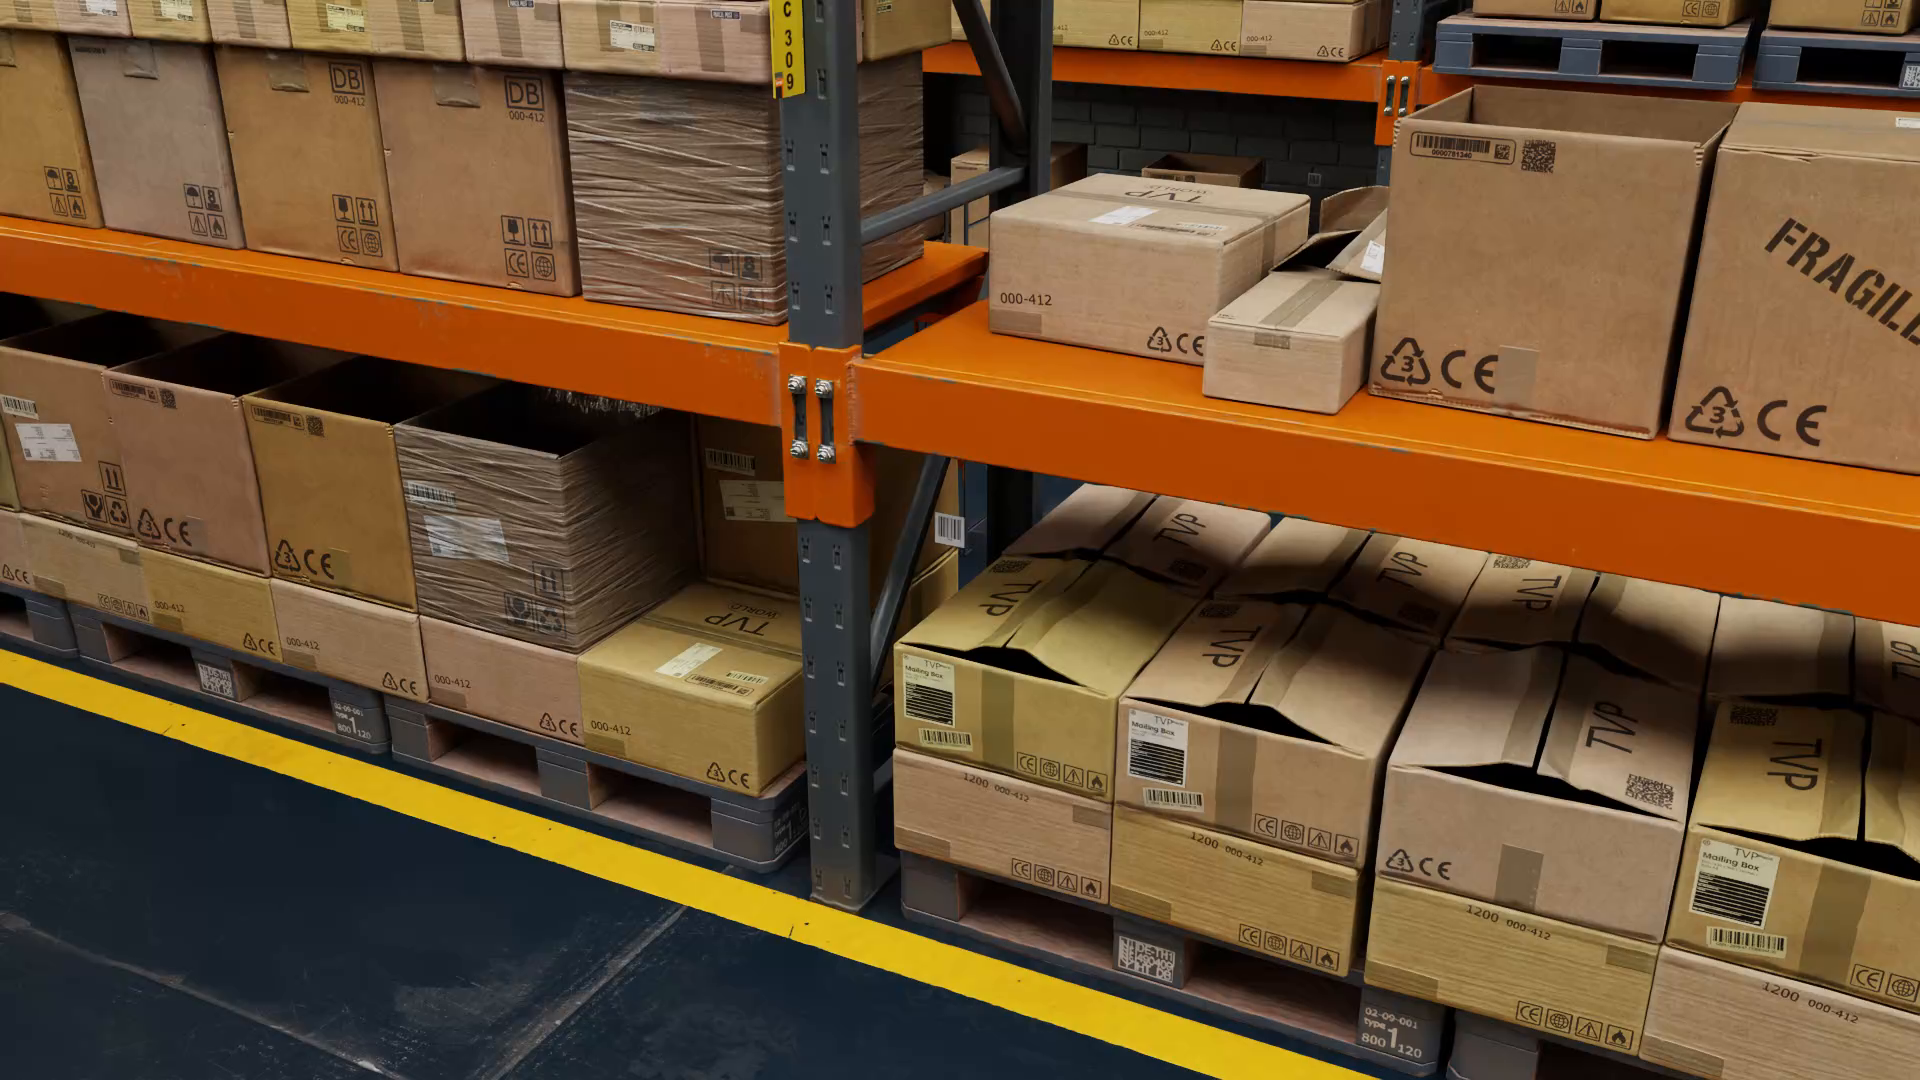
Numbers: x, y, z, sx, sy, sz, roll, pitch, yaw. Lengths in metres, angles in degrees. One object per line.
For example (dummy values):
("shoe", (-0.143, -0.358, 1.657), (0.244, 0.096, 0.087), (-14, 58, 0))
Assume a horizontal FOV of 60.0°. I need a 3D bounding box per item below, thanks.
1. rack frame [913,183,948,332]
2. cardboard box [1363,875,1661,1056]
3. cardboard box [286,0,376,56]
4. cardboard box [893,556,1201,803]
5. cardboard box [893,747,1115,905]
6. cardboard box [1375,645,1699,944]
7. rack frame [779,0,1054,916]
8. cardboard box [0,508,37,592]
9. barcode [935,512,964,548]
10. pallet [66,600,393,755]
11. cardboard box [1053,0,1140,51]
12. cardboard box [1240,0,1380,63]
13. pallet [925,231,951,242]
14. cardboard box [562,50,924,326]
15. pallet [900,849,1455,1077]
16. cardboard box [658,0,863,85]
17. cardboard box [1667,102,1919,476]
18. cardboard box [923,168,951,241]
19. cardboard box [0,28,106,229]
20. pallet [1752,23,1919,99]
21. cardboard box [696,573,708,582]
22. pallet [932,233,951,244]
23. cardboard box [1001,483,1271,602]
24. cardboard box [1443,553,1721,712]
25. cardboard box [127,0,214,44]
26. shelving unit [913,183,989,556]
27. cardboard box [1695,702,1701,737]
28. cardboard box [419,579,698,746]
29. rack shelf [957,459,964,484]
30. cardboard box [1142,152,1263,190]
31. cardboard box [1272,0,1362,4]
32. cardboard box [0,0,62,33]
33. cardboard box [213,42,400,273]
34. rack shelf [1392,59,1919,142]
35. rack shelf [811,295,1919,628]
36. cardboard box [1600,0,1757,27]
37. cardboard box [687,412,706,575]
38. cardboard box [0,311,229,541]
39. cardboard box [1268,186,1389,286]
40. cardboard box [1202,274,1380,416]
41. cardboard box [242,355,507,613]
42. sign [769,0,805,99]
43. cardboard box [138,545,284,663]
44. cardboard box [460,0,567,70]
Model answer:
("rack frame", (-0.095, -0.571, 5.559), (0.006, 1.200, 0.240), (11, 25, 25))
("cardboard box", (1.106, 0.694, 3.262), (0.500, 0.250, 0.500), (10, 25, 23))
("cardboard box", (-1.308, -1.215, 3.817), (0.250, 0.149, 0.380), (11, 25, 24))
("cardboard box", (0.195, 0.257, 3.573), (0.500, 0.311, 0.500), (11, 26, 25))
("cardboard box", (0.187, 0.513, 3.688), (0.500, 0.250, 0.500), (11, 25, 23))
("cardboard box", (1.102, 0.438, 3.147), (0.500, 0.311, 0.500), (10, 25, 23))
("rack frame", (-0.061, -0.717, 3.603), (0.127, 3.000, 1.000), (11, 25, 25))
("cardboard box", (-2.805, -0.092, 5.110), (0.500, 0.250, 0.500), (11, 25, 25))
("barcode", (-0.021, -0.020, 3.370), (0.075, 0.075, 0.001), (11, 25, 25))
("pallet", (-1.845, 0.196, 5.019), (1.213, 0.211, 1.003), (11, 25, 25))
("cardboard box", (0.715, -2.540, 8.056), (0.500, 0.250, 0.500), (11, 25, 24))
("cardboard box", (1.611, -2.366, 7.646), (0.500, 0.250, 0.500), (11, 26, 25))
("pallet", (-0.622, -1.702, 9.481), (1.213, 0.211, 1.003), (11, 25, 25))
("cardboard box", (-0.460, -0.839, 3.762), (0.500, 0.500, 0.700), (10, 25, 23))
("pallet", (0.614, 0.683, 3.875), (1.213, 0.211, 1.003), (11, 25, 25))
("cardboard box", (-0.400, -1.035, 3.393), (0.250, 0.149, 0.380), (11, 25, 24))
("cardboard box", (1.534, -0.440, 2.824), (0.500, 0.500, 0.500), (11, 25, 25))
("cardboard box", (-0.313, -1.865, 9.176), (0.500, 0.311, 0.500), (14, 27, 29))
("cardboard box", (-2.308, -1.202, 4.615), (0.500, 0.500, 0.700), (11, 26, 25))
("pallet", (3.955, -1.988, 6.838), (1.213, 0.211, 1.003), (11, 25, 25))
("cardboard box", (-0.782, 0.077, 4.712), (0.500, 0.250, 0.500), (11, 25, 25))
("pallet", (0.463, -1.486, 8.974), (1.213, 0.211, 1.003), (11, 25, 25))
("cardboard box", (0.430, 0.069, 4.016), (0.500, 0.311, 0.500), (11, 25, 25))
("cardboard box", (1.341, 0.247, 3.596), (0.500, 0.311, 0.500), (11, 25, 24))
("cardboard box", (-1.771, -1.305, 4.030), (0.250, 0.149, 0.380), (12, 26, 26))
("shelving unit", (-0.013, -0.555, 5.521), (0.189, 1.200, 0.258), (11, 25, 25))
("cardboard box", (1.347, 0.507, 3.701), (0.500, 0.250, 0.500), (12, 26, 26))
("cardboard box", (-1.015, 0.258, 4.288), (0.500, 0.250, 0.500), (11, 25, 25))
("rack shelf", (-0.013, -0.293, 5.633), (0.180, 0.103, 0.258), (11, 25, 25))
("cardboard box", (1.227, -1.669, 8.474), (0.500, 0.500, 0.500), (9, 25, 21))
("cardboard box", (1.609, -2.708, 7.494), (0.500, 0.500, 0.500), (11, 25, 24))
("cardboard box", (-2.227, -1.397, 4.244), (0.250, 0.149, 0.380), (11, 25, 24))
("cardboard box", (-1.379, -1.020, 4.188), (0.500, 0.500, 0.700), (12, 26, 25))
("rack shelf", (3.956, -1.763, 6.983), (4.000, 0.370, 1.077), (11, 25, 25))
("rack shelf", (1.724, -0.033, 2.913), (4.000, 0.370, 1.077), (11, 25, 25))
("cardboard box", (3.105, -2.493, 7.090), (0.500, 0.500, 0.700), (14, 27, 30))
("cardboard box", (-0.783, -0.267, 4.563), (0.500, 0.500, 0.500), (11, 25, 25))
("cardboard box", (-2.353, -0.352, 4.764), (0.500, 0.500, 0.500), (11, 25, 25))
("cardboard box", (0.807, -0.564, 3.415), (0.258, 0.266, 0.396), (11, 25, 23))
("cardboard box", (0.638, -0.373, 3.116), (0.250, 0.149, 0.380), (11, 25, 25))
("cardboard box", (-1.462, -0.175, 4.347), (0.500, 0.500, 0.500), (11, 25, 25))
("sign", (-0.310, -0.958, 2.962), (0.005, 0.325, 0.100), (11, 25, 25))
("cardboard box", (-1.915, 0.087, 4.690), (0.500, 0.250, 0.500), (11, 25, 25))
("cardboard box", (-0.855, -1.124, 3.604), (0.250, 0.149, 0.380), (10, 25, 23))
